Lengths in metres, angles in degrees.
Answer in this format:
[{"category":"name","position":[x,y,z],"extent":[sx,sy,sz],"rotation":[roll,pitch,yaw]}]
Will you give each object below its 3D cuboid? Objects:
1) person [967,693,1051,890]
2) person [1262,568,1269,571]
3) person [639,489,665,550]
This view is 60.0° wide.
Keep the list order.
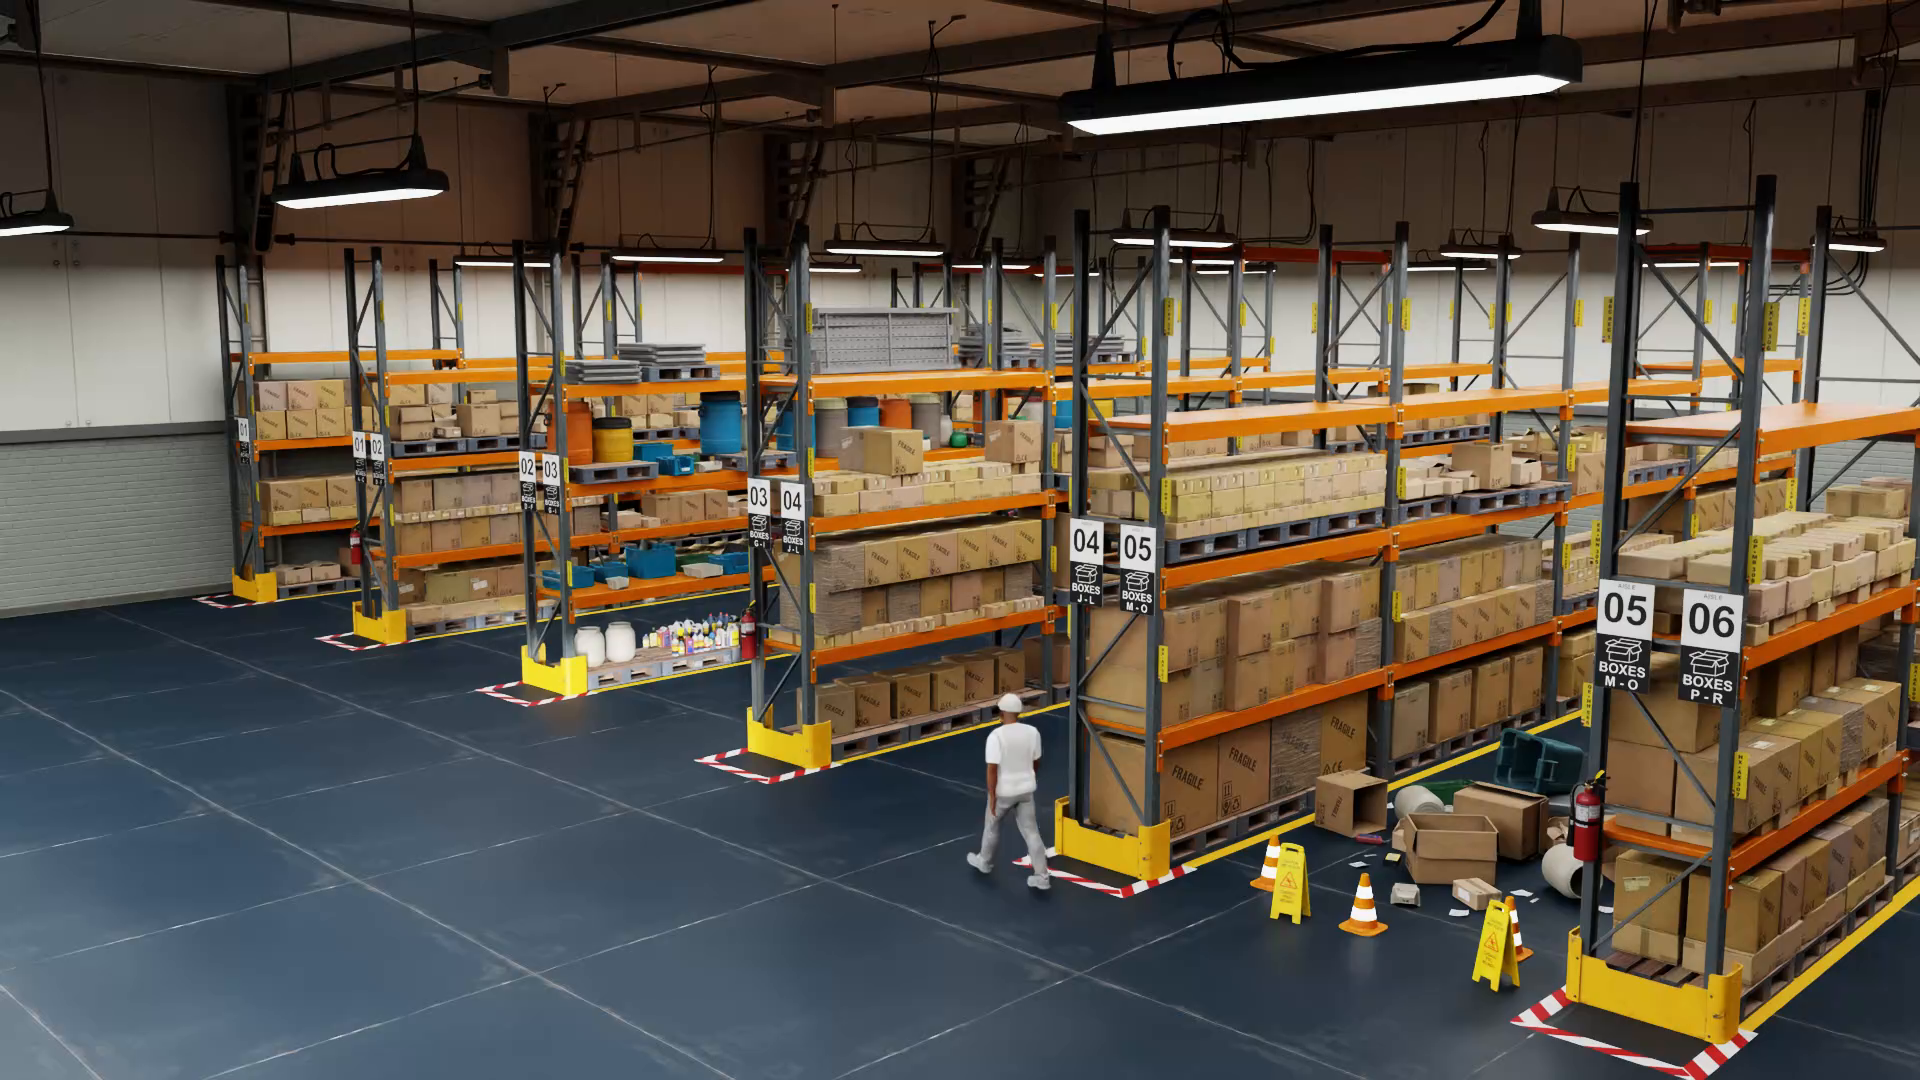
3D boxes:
[{"category":"person","position":[0.446,2.218,14.862],"extent":[0.582,1.712,1.082],"rotation":[-5,9,-29]},{"category":"person","position":[3.933,1.225,22.093],"extent":[0.787,1.672,0.626],"rotation":[-8,11,-44]},{"category":"person","position":[-6.174,-0.305,33.086],"extent":[0.456,1.543,0.969],"rotation":[3,9,21]}]
